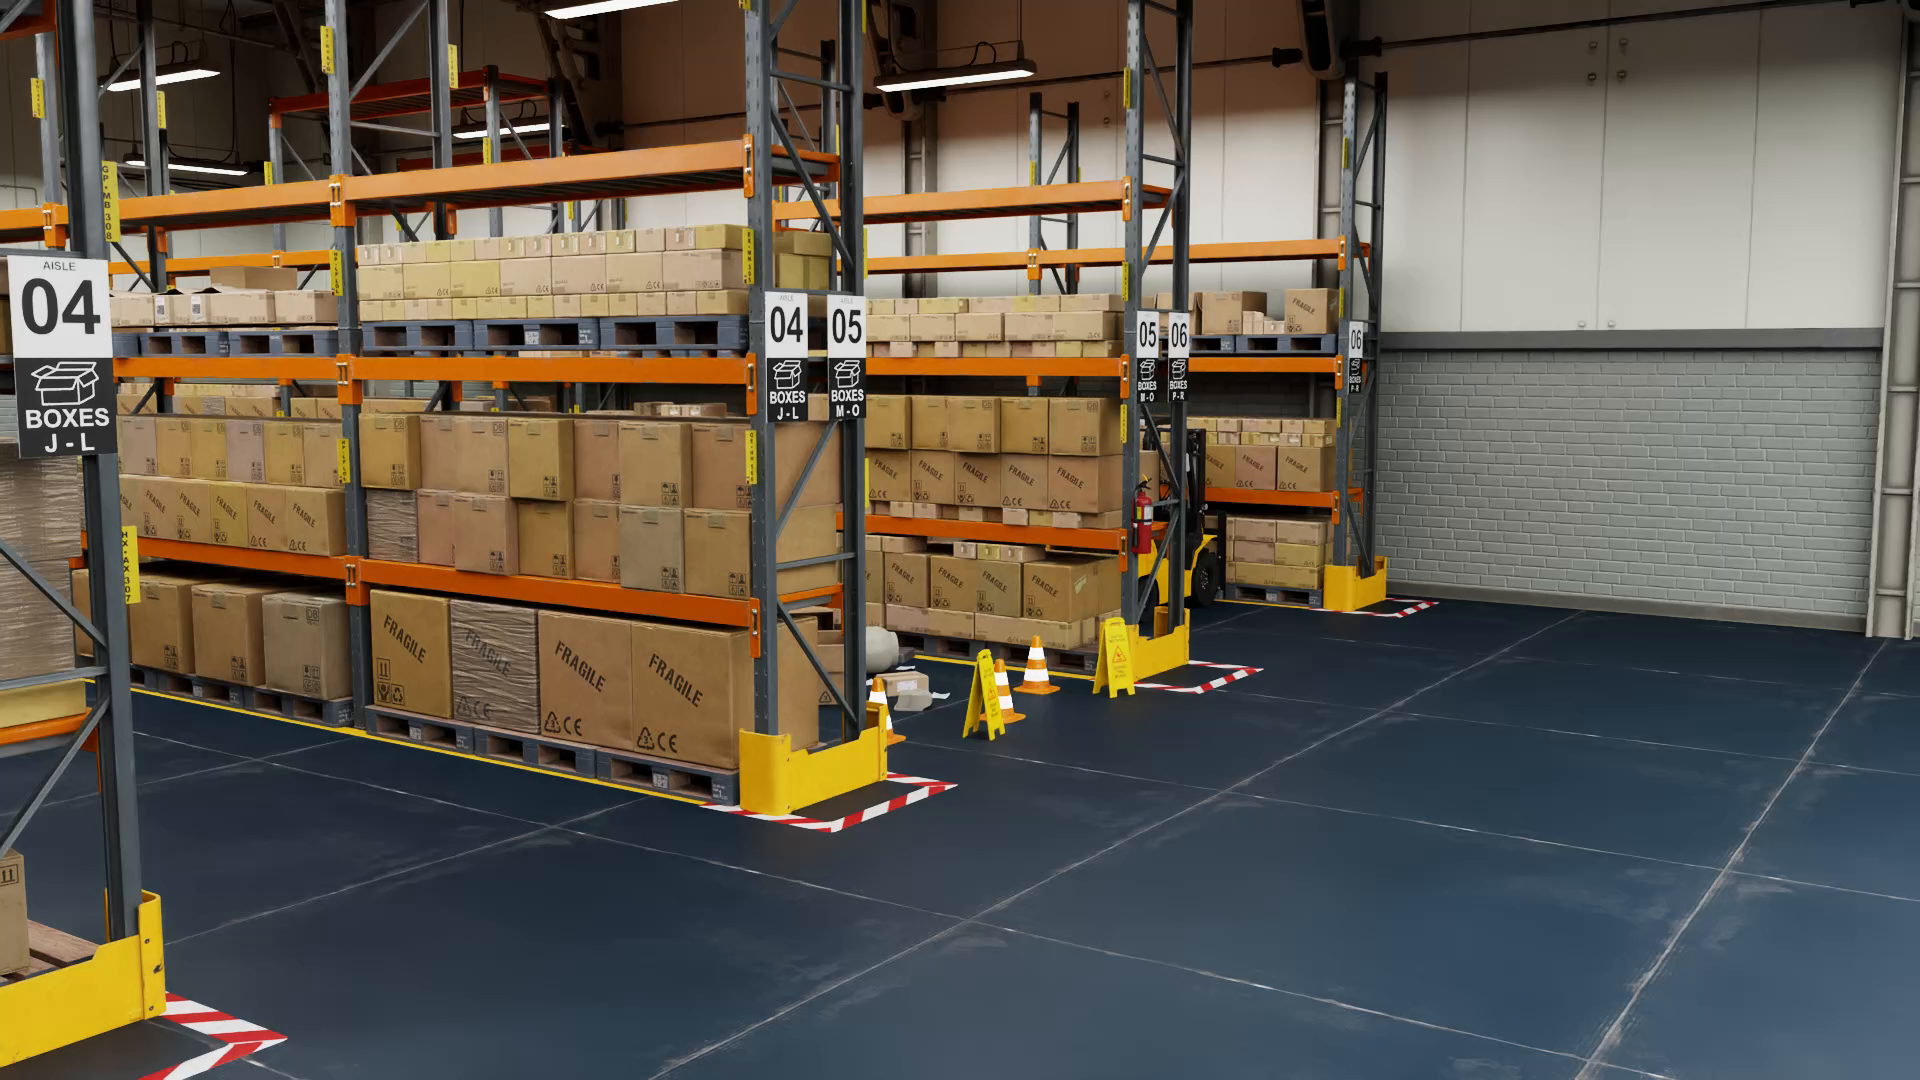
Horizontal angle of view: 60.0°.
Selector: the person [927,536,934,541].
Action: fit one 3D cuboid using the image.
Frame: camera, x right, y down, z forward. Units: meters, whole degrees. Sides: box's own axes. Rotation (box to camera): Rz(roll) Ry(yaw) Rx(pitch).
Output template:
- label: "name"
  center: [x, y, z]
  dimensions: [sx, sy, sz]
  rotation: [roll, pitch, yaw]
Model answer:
- label: "person"
  center: [-0.469, -0.079, 18.381]
  dimensions: [0.516, 1.717, 0.571]
  rotation: [1, 6, 10]
